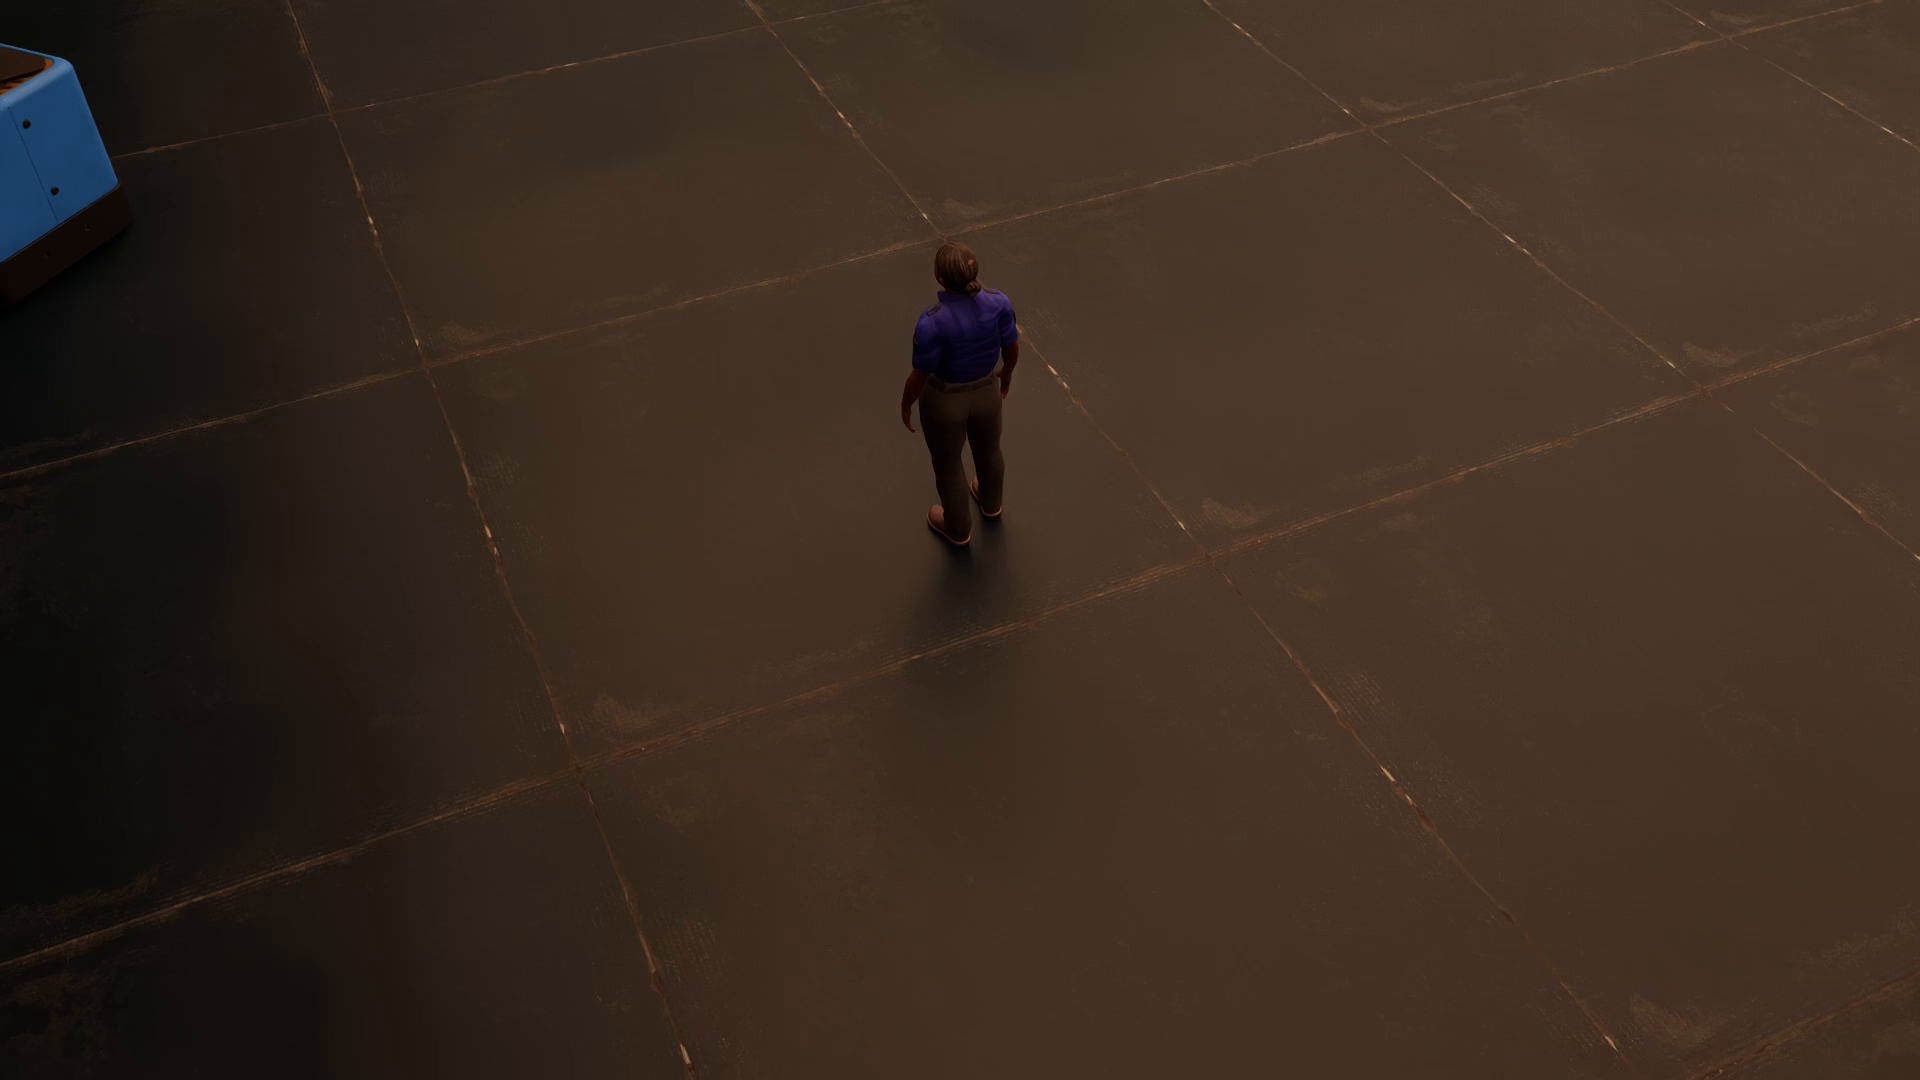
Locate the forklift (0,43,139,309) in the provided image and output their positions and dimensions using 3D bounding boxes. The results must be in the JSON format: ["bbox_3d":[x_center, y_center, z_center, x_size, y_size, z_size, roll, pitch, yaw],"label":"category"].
[{"bbox_3d":[-6.370,-2.994,8.888,3.031,2.935,1.130,16,45,17],"label":"forklift"}]

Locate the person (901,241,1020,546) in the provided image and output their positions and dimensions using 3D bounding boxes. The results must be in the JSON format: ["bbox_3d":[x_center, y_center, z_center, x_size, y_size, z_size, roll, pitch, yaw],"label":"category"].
[{"bbox_3d":[-0.018,-0.670,7.323,0.569,1.654,0.504,-18,46,-18],"label":"person"}]
